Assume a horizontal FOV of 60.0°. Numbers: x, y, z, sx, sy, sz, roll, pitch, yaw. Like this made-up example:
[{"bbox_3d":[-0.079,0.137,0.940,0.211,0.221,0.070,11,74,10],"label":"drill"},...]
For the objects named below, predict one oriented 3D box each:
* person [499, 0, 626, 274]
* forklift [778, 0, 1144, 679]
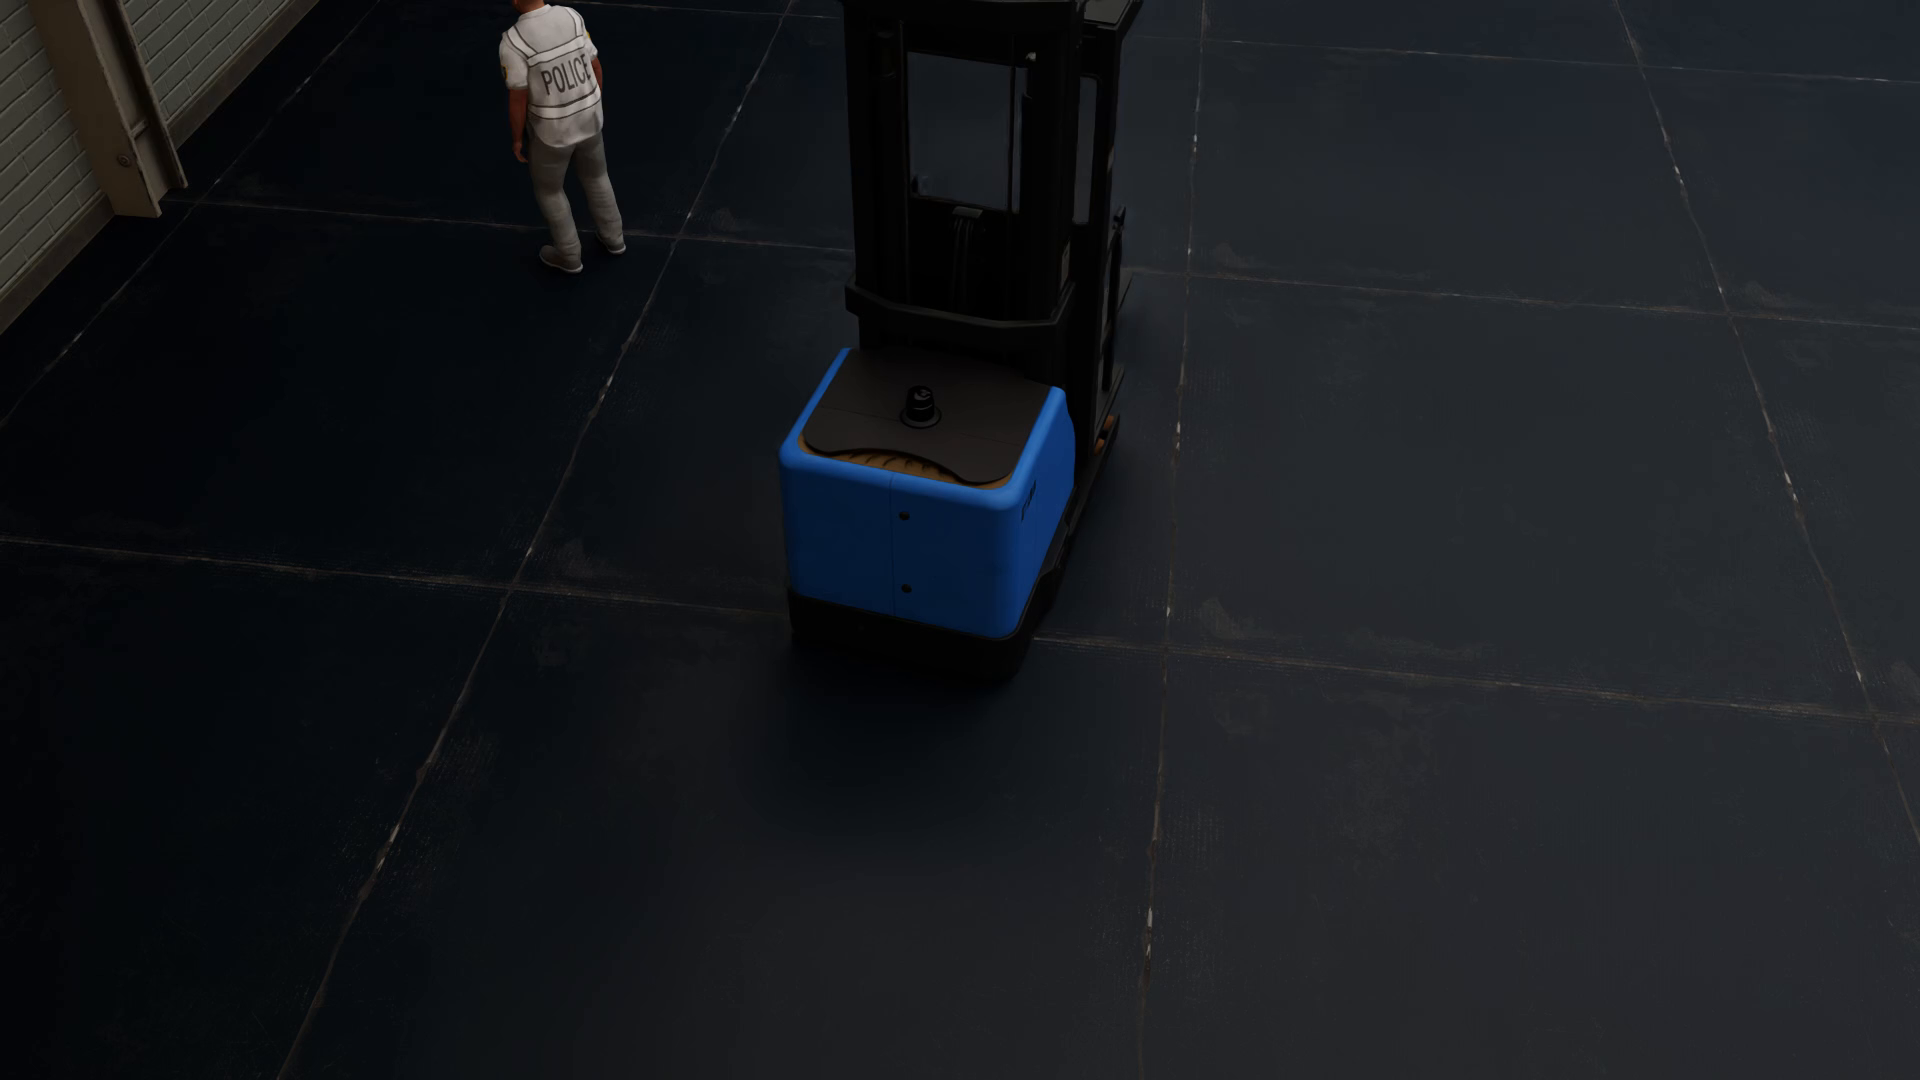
[{"bbox_3d":[-2.176,-2.274,9.074,0.605,1.747,0.443,-33,52,-31],"label":"person"},{"bbox_3d":[0.171,-1.493,7.350,1.130,2.935,3.031,12,44,13],"label":"forklift"}]
